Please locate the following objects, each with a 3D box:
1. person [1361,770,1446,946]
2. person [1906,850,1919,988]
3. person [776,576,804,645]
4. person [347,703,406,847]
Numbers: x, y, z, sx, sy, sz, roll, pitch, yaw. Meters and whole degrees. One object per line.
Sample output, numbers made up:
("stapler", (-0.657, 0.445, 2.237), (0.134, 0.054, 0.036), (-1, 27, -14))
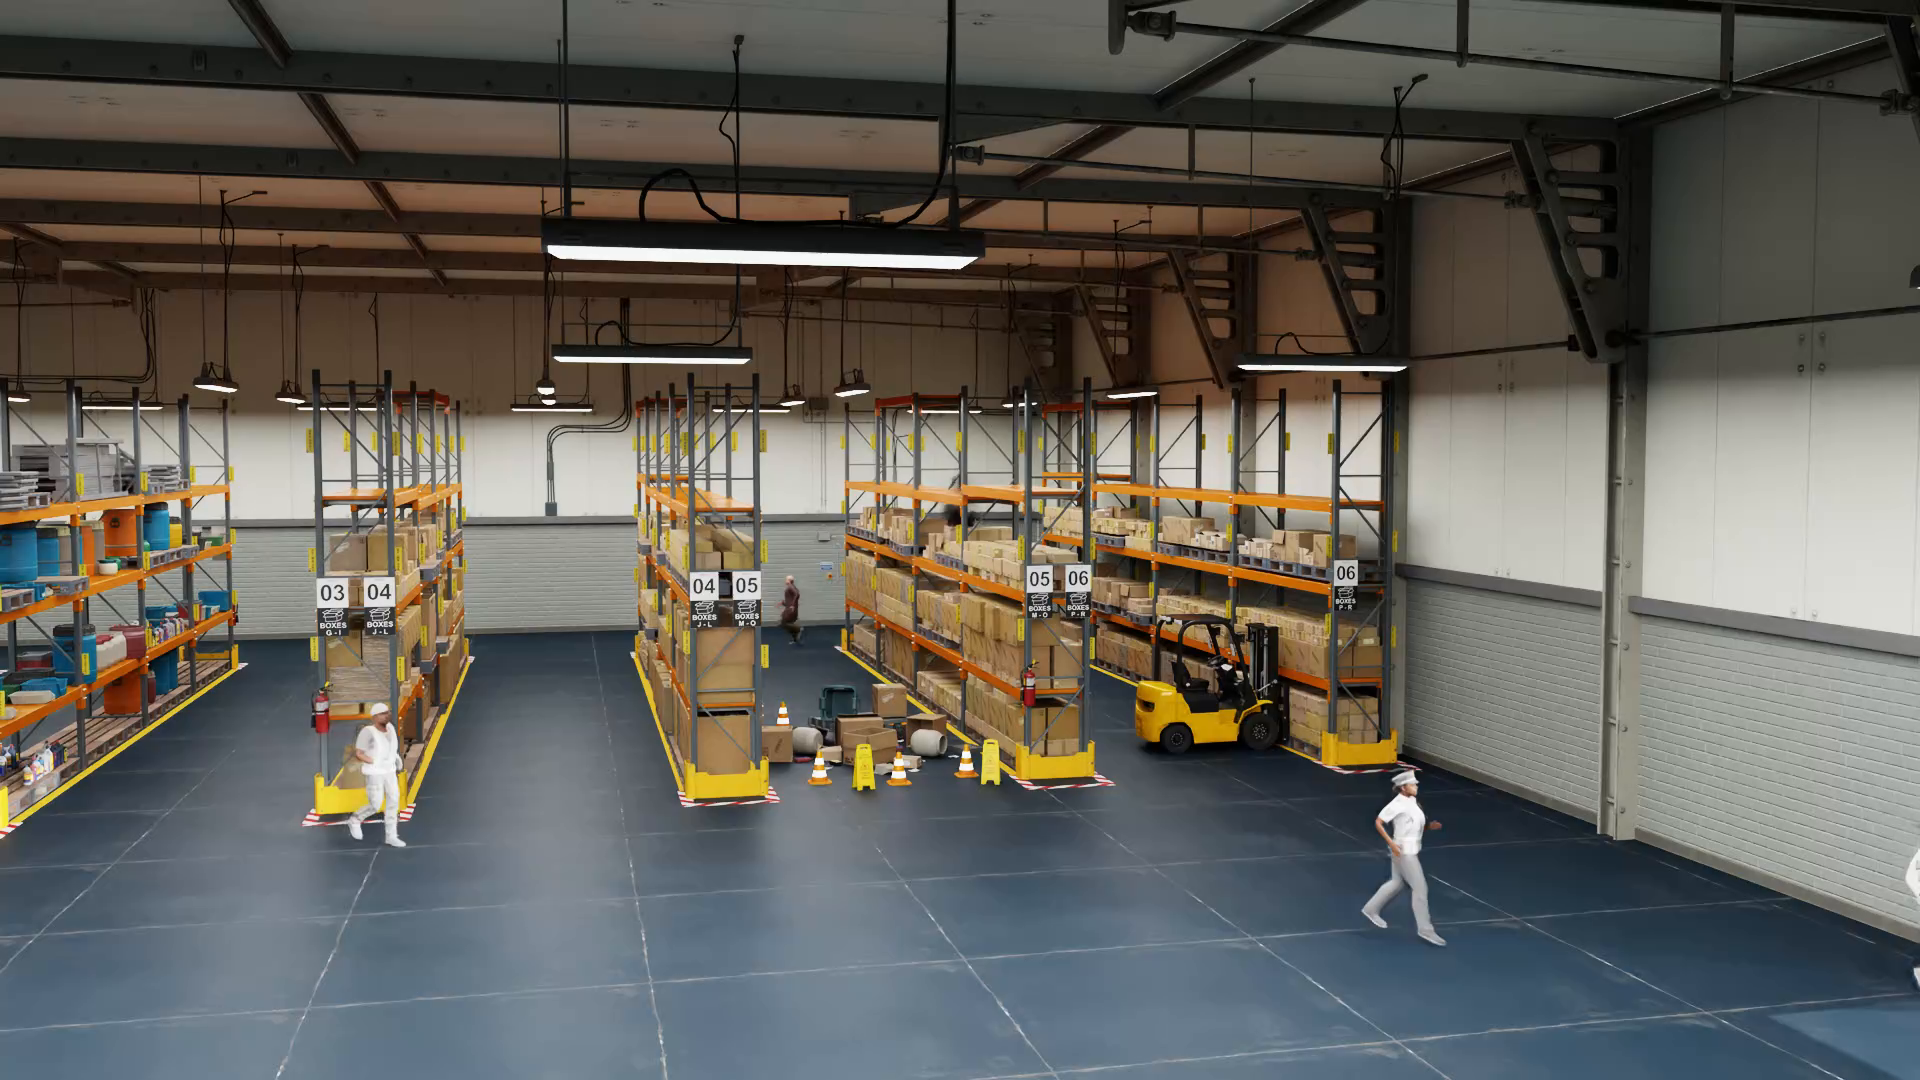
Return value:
("person", (4.490, 3.169, 16.778), (0.867, 1.721, 0.562), (2, 4, 27))
("person", (8.883, 3.309, 14.944), (0.601, 1.658, 0.467), (-2, 4, -25))
("person", (-4.239, 1.754, 41.365), (0.690, 1.739, 0.744), (0, 3, -4))
("person", (-7.266, 2.919, 20.761), (0.828, 1.785, 0.708), (2, 4, 25))
